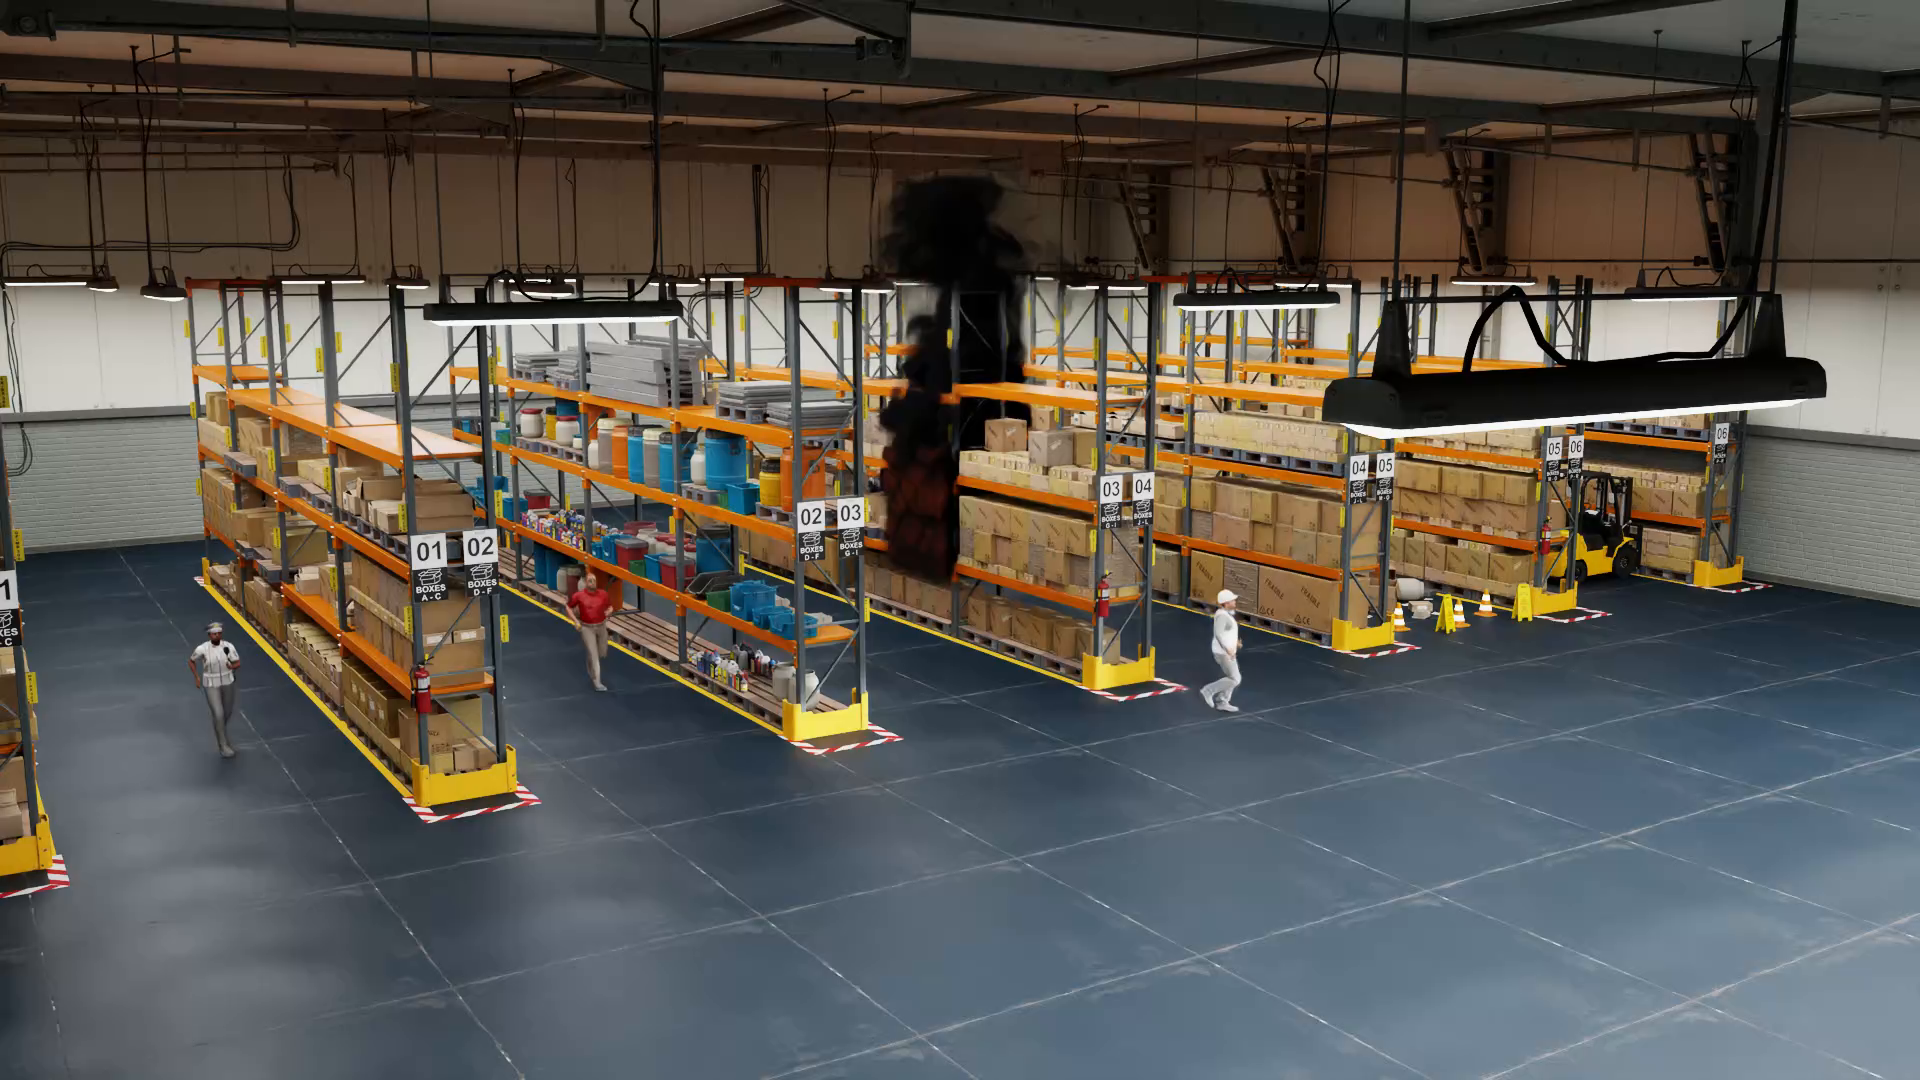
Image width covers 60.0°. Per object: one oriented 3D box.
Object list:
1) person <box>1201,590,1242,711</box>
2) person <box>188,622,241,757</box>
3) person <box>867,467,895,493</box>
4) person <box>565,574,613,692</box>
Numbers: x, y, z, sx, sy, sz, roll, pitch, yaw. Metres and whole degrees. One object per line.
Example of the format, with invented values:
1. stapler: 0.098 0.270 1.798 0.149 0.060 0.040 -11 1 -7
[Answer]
1. person: 3.707 1.564 23.534 0.579 1.749 0.680 1 10 7
2. person: -9.622 1.886 21.574 0.572 1.694 0.935 -8 13 -41
3. person: -1.778 -0.793 37.559 0.636 1.766 0.858 -5 11 -26
4. person: -5.488 1.378 24.834 0.673 1.630 0.944 -7 12 -34
